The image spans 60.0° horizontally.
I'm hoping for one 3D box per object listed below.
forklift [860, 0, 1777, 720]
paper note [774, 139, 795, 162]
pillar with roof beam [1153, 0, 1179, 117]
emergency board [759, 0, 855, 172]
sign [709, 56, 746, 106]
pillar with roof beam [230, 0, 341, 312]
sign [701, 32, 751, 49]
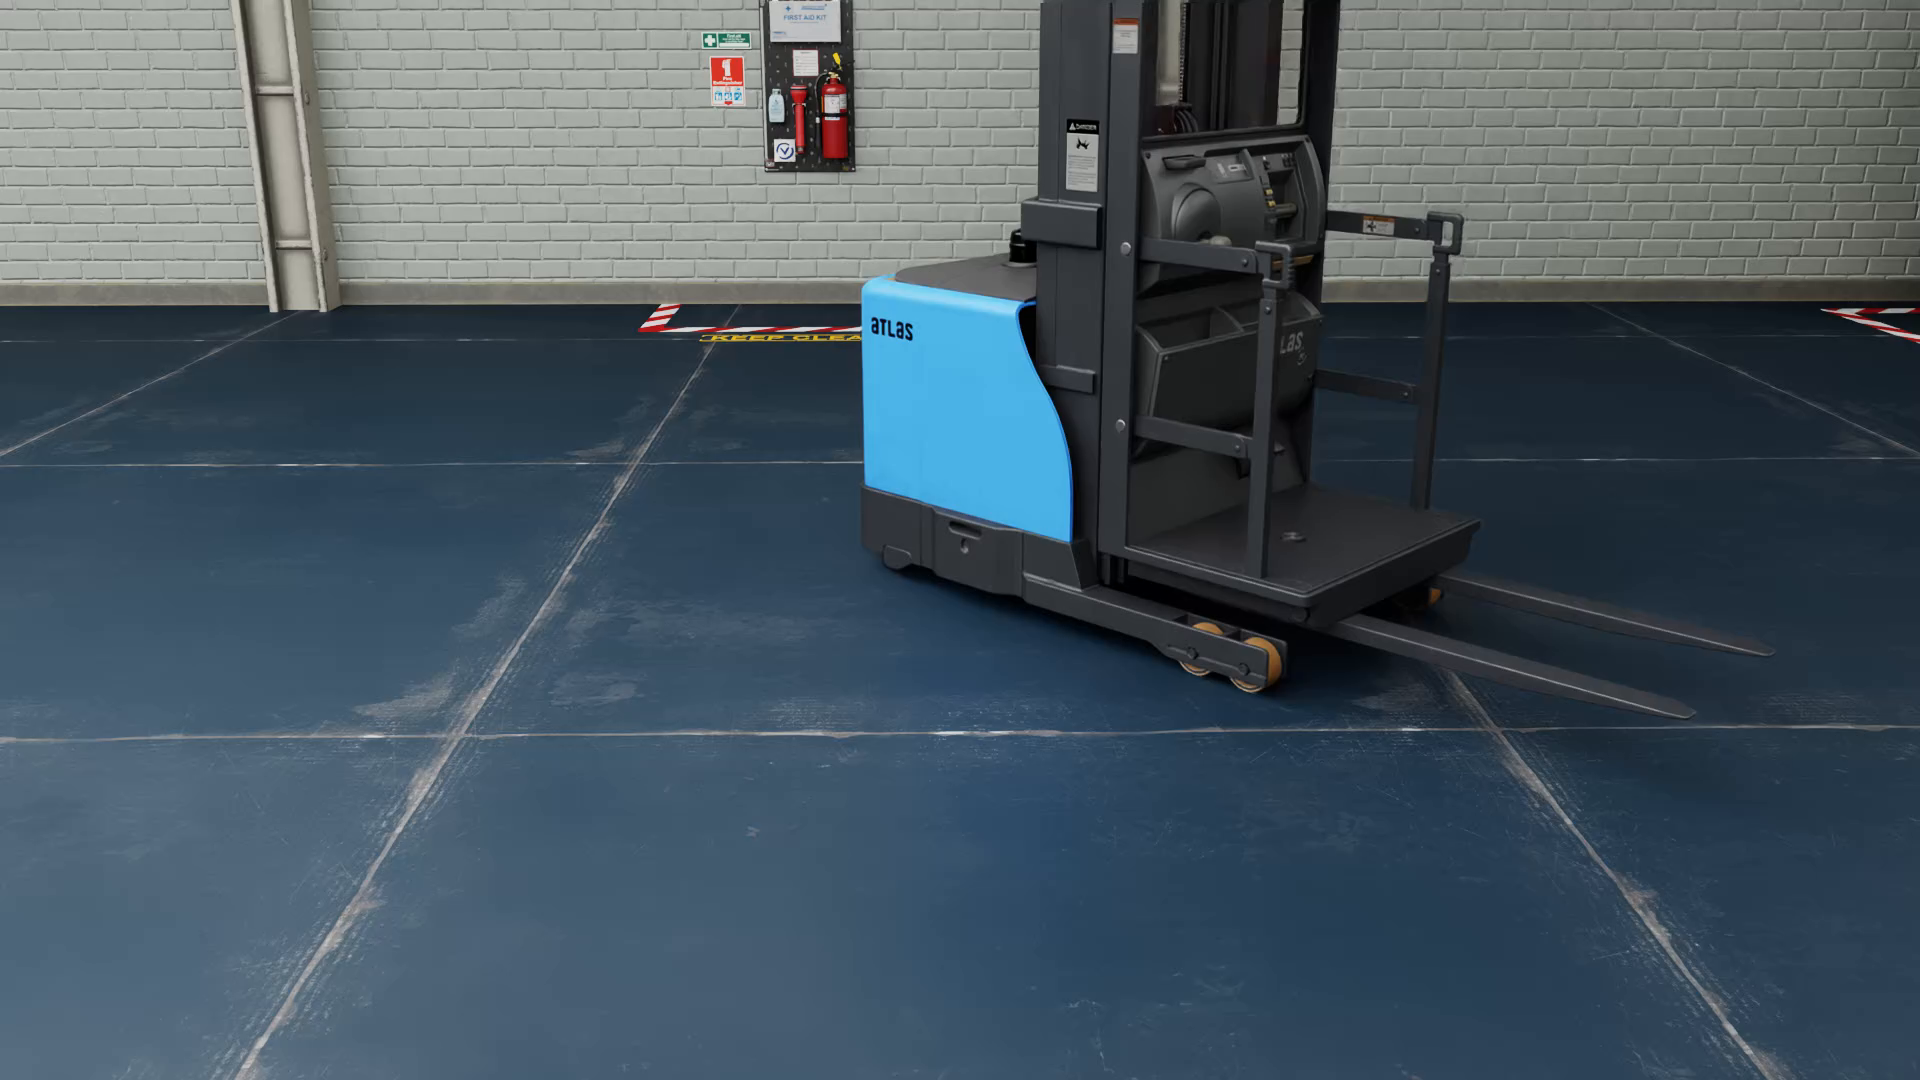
[{"bbox_3d":[1.043,-1.108,5.202,3.031,2.935,1.130,16,24,41],"label":"forklift"},{"bbox_3d":[-1.203,-2.674,11.413,0.142,0.148,0.016,0,18,-1],"label":"paper note"},{"bbox_3d":[1.514,-4.615,6.201,0.400,9.000,9.100,0,18,-1],"label":"pillar with roof beam"},{"bbox_3d":[-1.025,-3.073,11.216,0.643,1.169,0.194,0,18,-1],"label":"emergency board"},{"bbox_3d":[-1.579,-3.119,11.300,0.234,0.329,0.001,0,18,-1],"label":"sign"},{"bbox_3d":[-4.485,-4.586,6.111,0.400,9.000,9.100,0,18,-1],"label":"pillar with roof beam"},{"bbox_3d":[-1.575,-3.368,11.211,0.331,0.109,0.001,0,18,-1],"label":"sign"}]
